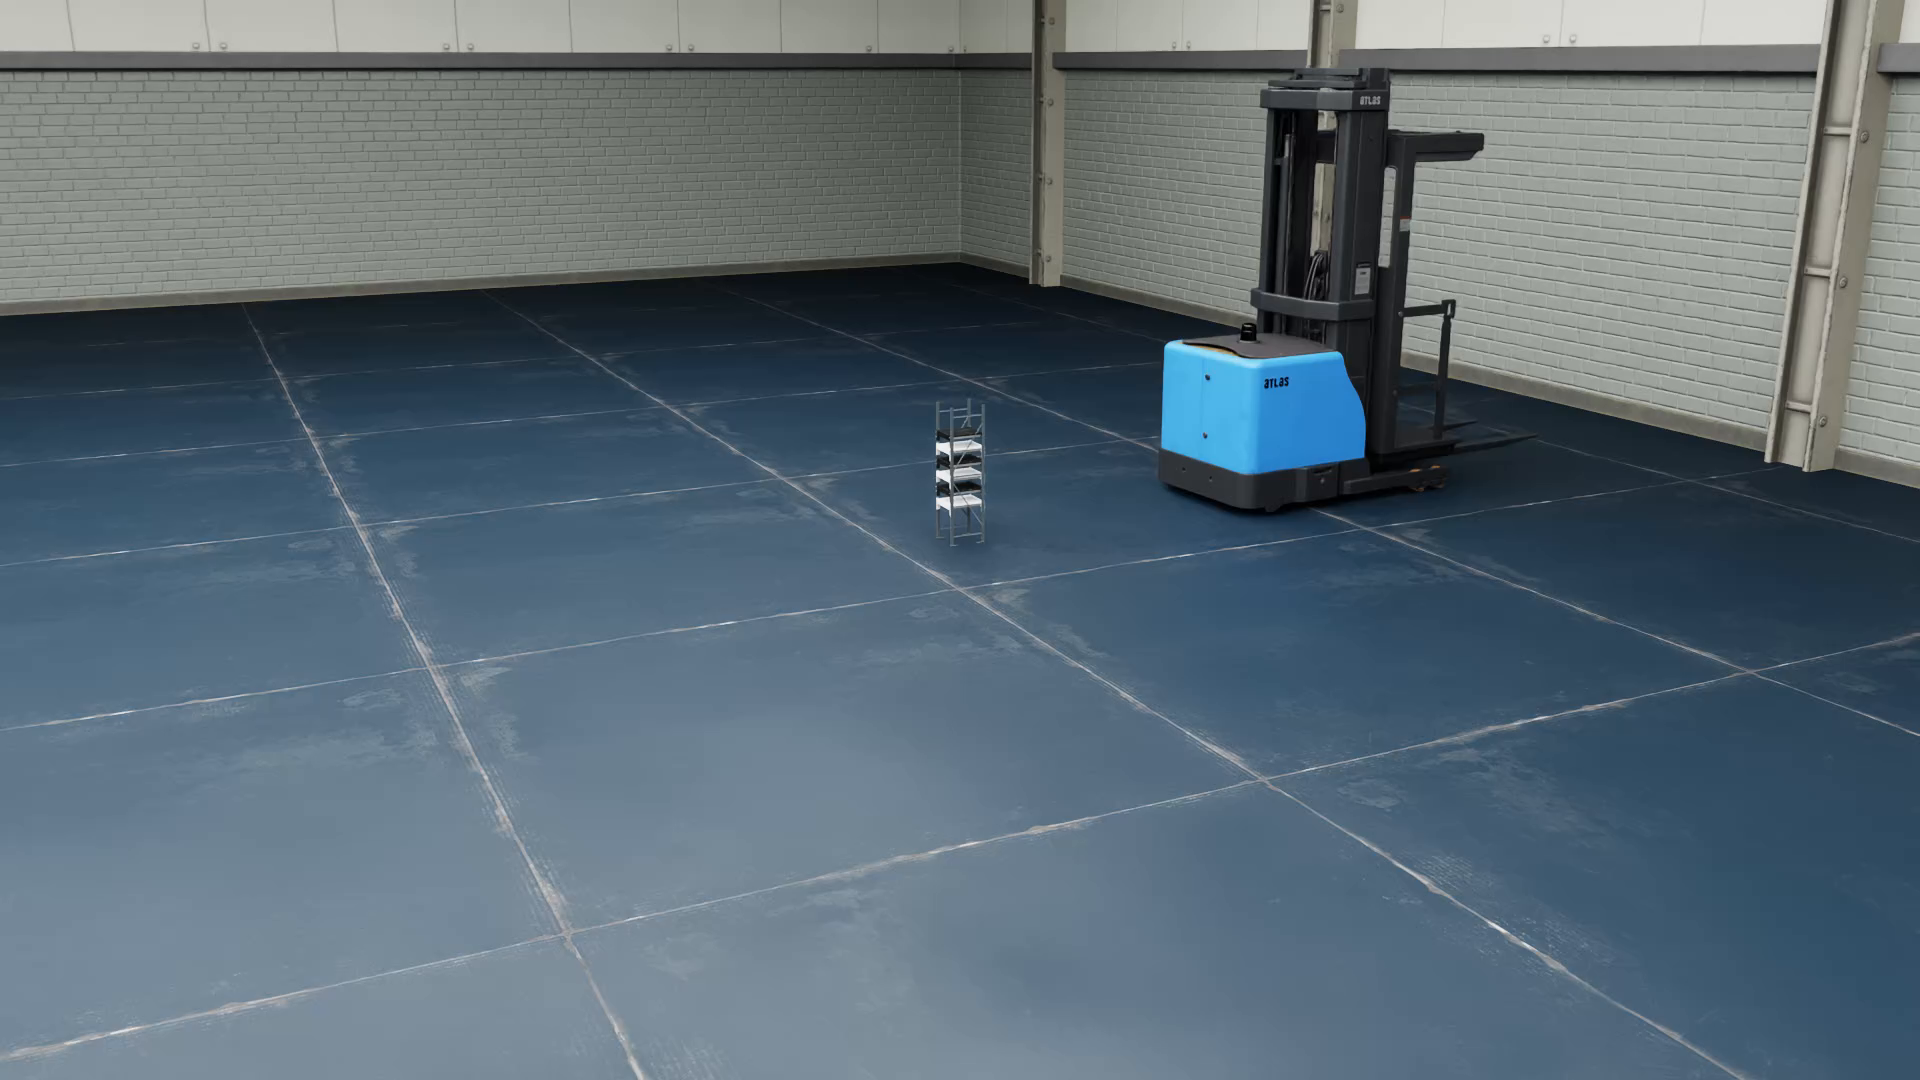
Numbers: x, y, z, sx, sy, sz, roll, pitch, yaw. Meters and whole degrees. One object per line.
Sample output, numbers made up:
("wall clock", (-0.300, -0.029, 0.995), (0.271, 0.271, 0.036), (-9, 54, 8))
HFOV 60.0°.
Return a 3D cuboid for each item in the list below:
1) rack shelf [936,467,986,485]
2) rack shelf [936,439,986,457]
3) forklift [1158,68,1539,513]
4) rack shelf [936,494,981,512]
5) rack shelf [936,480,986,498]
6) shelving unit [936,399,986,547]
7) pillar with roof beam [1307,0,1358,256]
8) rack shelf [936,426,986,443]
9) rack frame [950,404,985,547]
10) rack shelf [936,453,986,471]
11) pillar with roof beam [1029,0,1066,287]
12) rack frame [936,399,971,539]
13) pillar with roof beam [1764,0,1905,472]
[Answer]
("rack shelf", (0.004, -0.398, 10.629), (0.258, 0.077, 0.200), (-8, 18, -25))
("rack shelf", (0.004, -0.572, 10.579), (0.258, 0.077, 0.200), (-8, 18, -25))
("forklift", (2.964, -1.871, 11.958), (3.031, 2.935, 1.130), (-9, 18, -29))
("rack shelf", (0.004, -0.225, 10.678), (0.258, 0.077, 0.200), (-8, 18, -25))
("rack shelf", (0.004, -0.312, 10.654), (0.258, 0.077, 0.200), (-8, 18, -25))
("shelving unit", (0.004, -0.431, 10.620), (0.258, 0.900, 0.210), (-8, 18, -25))
("pillar with roof beam", (-0.052, -5.873, 14.902), (9.100, 9.000, 0.400), (-8, 18, -25))
("rack shelf", (0.004, -0.658, 10.554), (0.258, 0.077, 0.200), (-8, 18, -25))
("rack frame", (0.048, -0.405, 10.532), (0.240, 0.900, 0.006), (-8, 18, -25))
("rack shelf", (0.004, -0.485, 10.604), (0.258, 0.077, 0.200), (-8, 18, -25))
("pillar with roof beam", (-2.680, -7.361, 20.086), (9.100, 9.000, 0.400), (-8, 18, -25))
("rack frame", (-0.041, -0.456, 10.707), (0.240, 0.900, 0.006), (-8, 18, -25))
("pillar with roof beam", (2.577, -4.385, 9.717), (9.100, 9.000, 0.400), (-8, 18, -25))
